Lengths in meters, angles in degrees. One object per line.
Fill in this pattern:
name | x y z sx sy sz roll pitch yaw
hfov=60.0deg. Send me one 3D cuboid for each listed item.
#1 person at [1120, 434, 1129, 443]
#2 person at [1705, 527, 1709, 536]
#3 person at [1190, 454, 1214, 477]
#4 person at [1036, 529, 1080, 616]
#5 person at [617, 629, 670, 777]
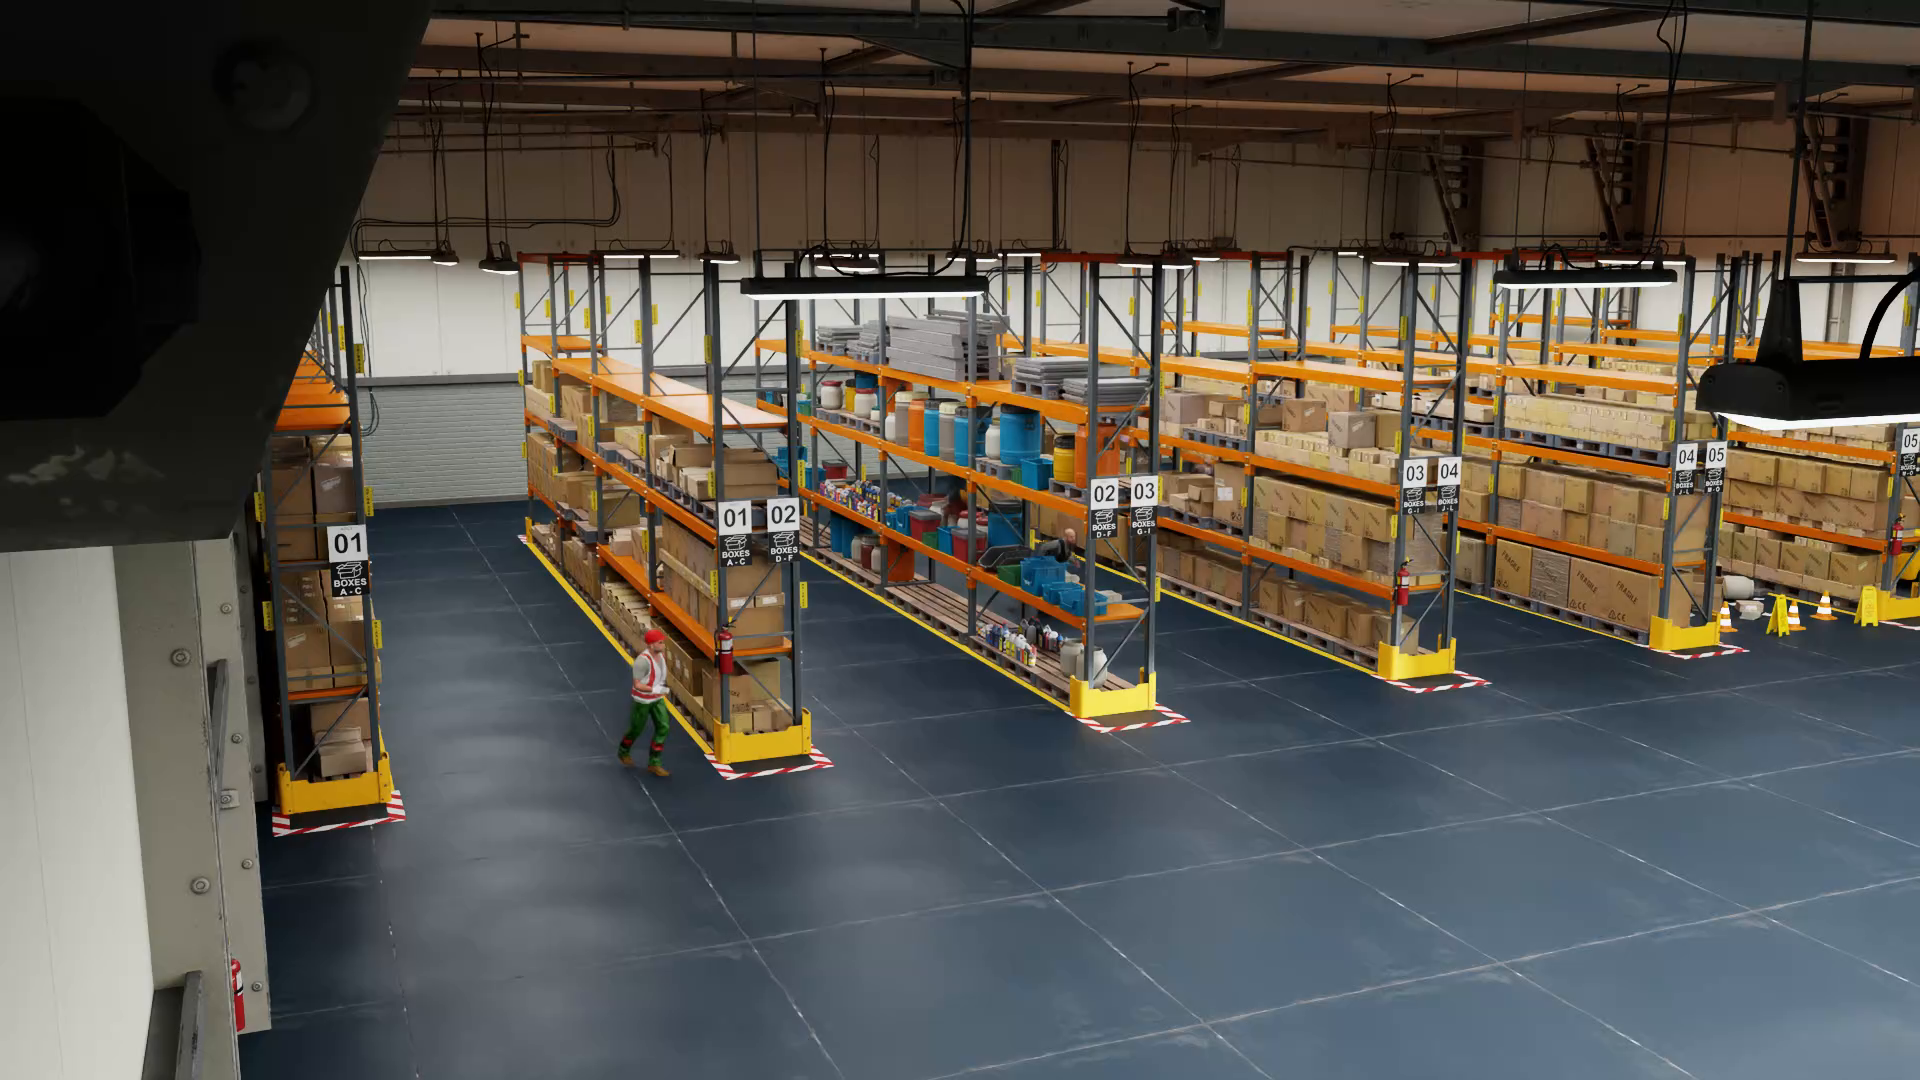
person | 4.294 -2.131 42.405 0.559 1.619 0.712 7 12 32
person | 15.388 -0.652 33.782 0.728 1.822 0.668 -7 12 -33
person | 5.263 -1.005 35.685 0.708 1.733 0.817 -3 11 -13
person | 1.603 0.555 27.736 0.821 1.541 0.683 8 13 38
person | -3.769 1.903 19.782 0.779 1.788 0.653 7 12 33
